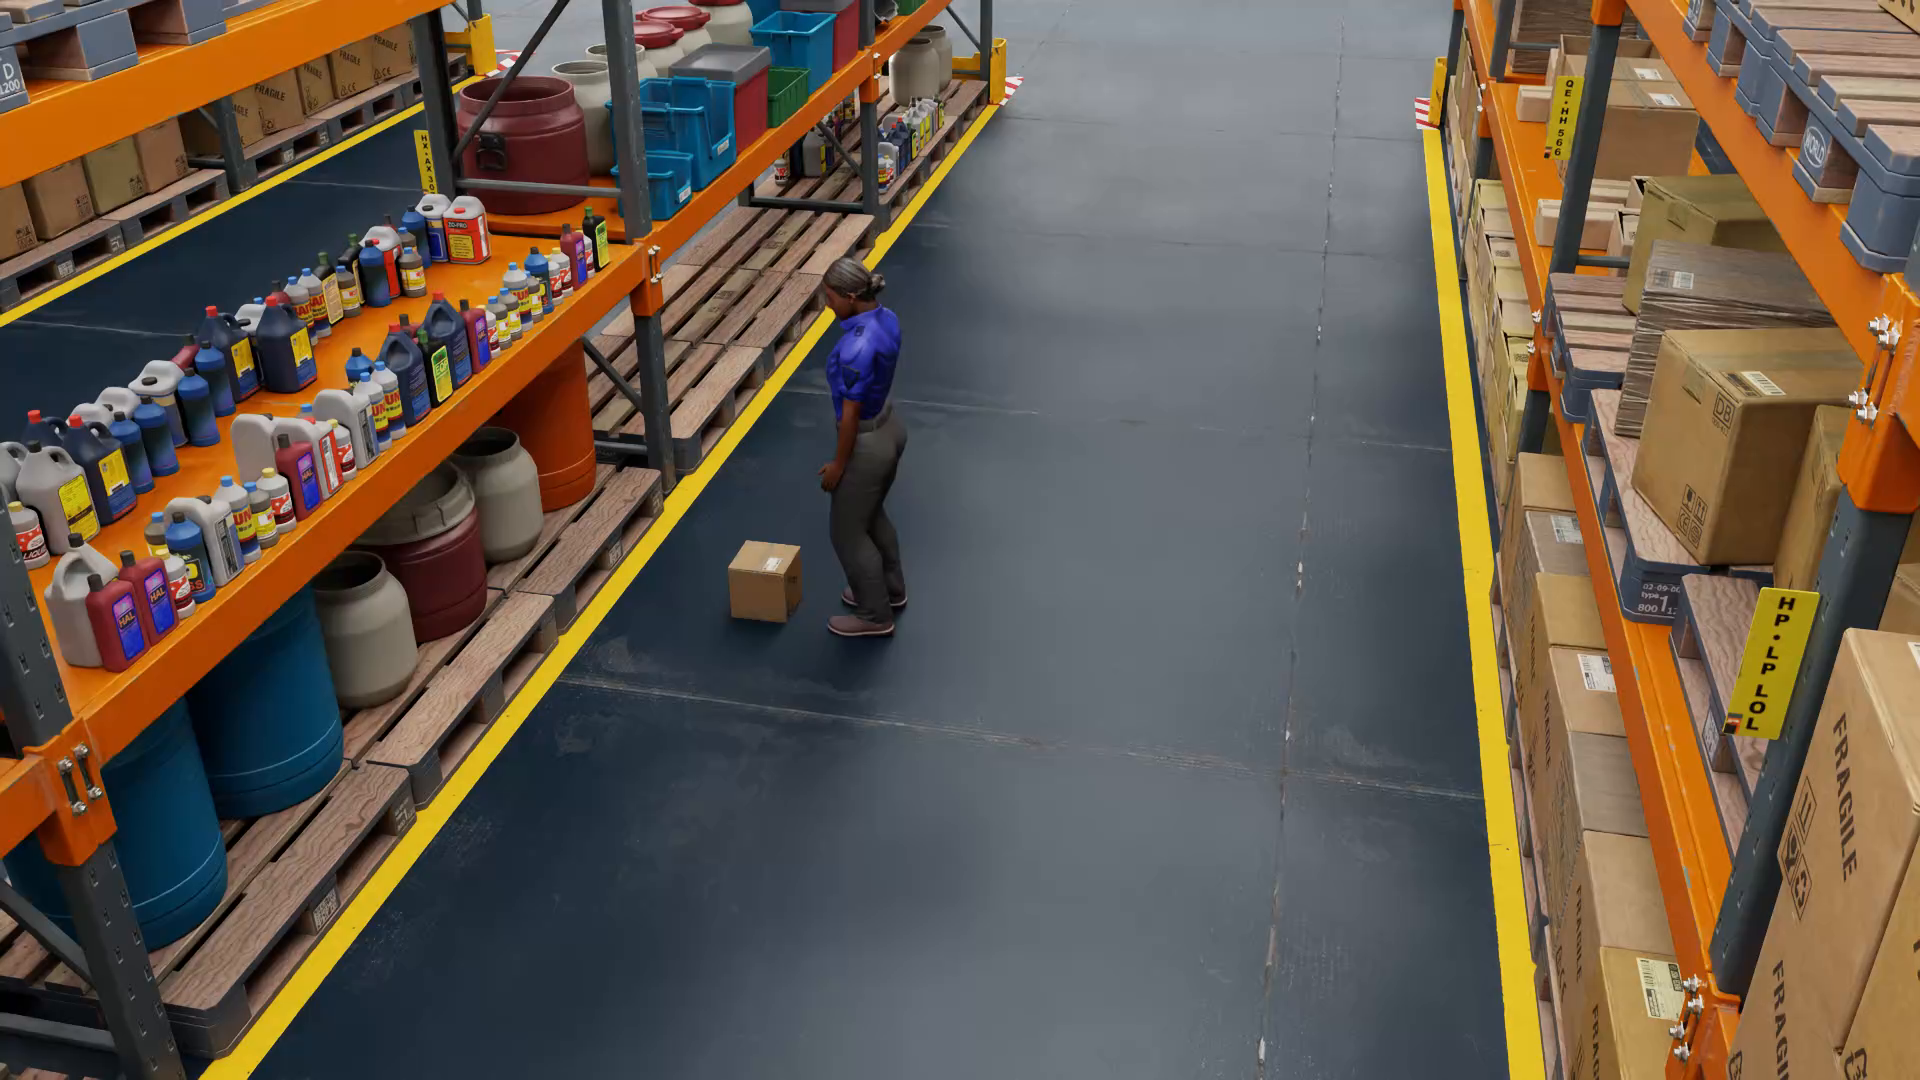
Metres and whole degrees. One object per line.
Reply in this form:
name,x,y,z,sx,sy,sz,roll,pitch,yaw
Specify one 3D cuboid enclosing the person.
person,-0.400,-0.367,6.818,0.319,1.642,0.443,7,30,12
